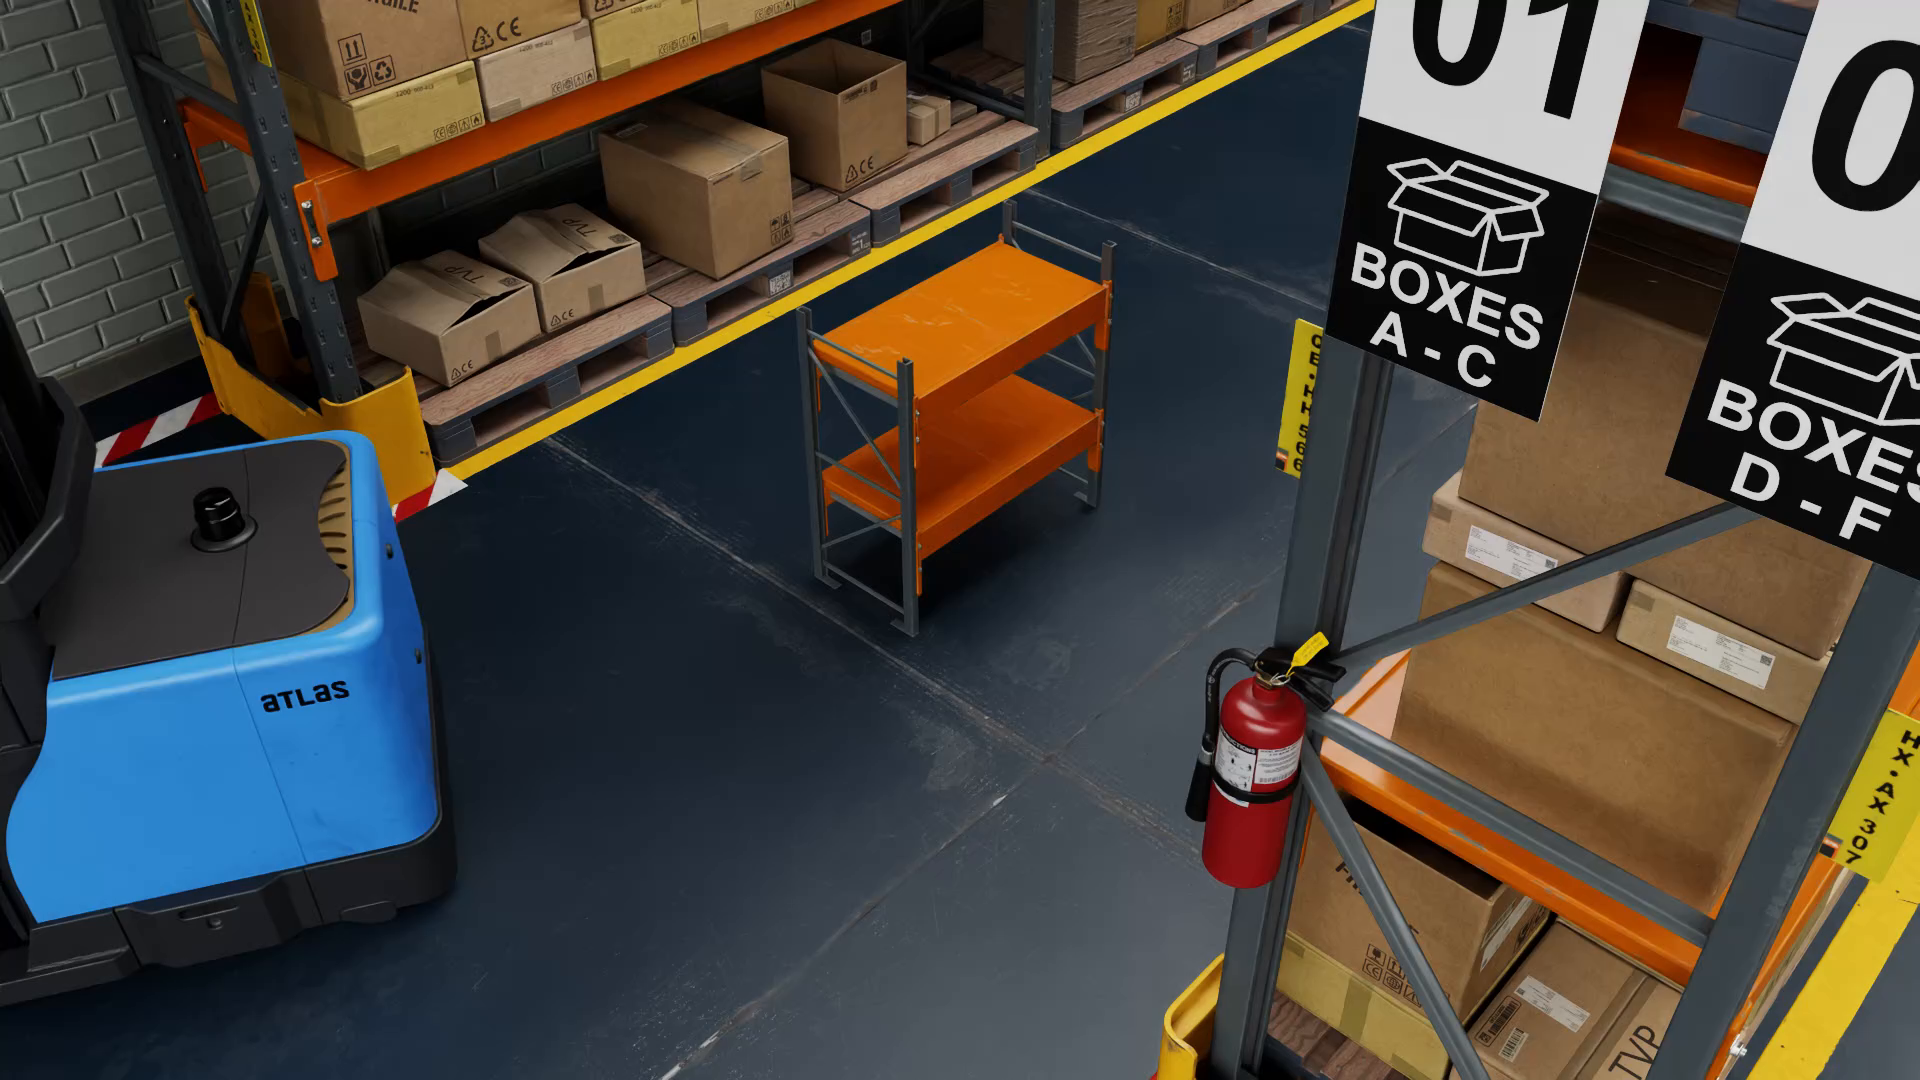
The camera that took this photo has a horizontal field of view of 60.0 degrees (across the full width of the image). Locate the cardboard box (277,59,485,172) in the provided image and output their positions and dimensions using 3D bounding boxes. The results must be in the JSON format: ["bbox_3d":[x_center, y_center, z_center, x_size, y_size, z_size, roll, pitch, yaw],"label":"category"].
[{"bbox_3d":[-2.069,-1.584,5.936,0.500,0.250,0.500,28,46,31],"label":"cardboard box"}]

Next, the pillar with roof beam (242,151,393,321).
[{"bbox_3d":[0.379,-2.769,2.502,9.100,9.000,0.400,30,47,32],"label":"pillar with roof beam"}]

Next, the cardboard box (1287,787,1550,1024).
[{"bbox_3d":[1.169,0.782,4.126,0.500,0.500,0.500,30,47,32],"label":"cardboard box"}]

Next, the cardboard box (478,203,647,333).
[{"bbox_3d":[-1.715,-1.205,7.163,0.500,0.311,0.500,-30,47,-32],"label":"cardboard box"}]

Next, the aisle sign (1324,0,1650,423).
[{"bbox_3d":[0.765,-0.576,2.476,0.394,0.787,0.004,30,47,32],"label":"aisle sign"}]

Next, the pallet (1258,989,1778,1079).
[{"bbox_3d":[1.511,1.257,4.499,1.003,0.211,1.213,30,47,32],"label":"pallet"}]

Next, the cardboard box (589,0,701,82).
[{"bbox_3d":[-1.381,-2.060,6.535,0.500,0.250,0.500,29,47,31],"label":"cardboard box"}]

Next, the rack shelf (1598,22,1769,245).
[{"bbox_3d":[2.376,-1.277,3.613,1.077,0.370,4.000,30,47,32],"label":"rack shelf"}]

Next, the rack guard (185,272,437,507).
[{"bbox_3d":[-2.581,-0.600,6.603,1.175,0.500,0.348,30,47,32],"label":"rack guard"}]

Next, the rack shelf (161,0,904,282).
[{"bbox_3d":[-1.283,-2.181,7.161,1.077,0.370,4.000,30,47,32],"label":"rack shelf"}]

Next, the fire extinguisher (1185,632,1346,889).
[{"bbox_3d":[0.604,0.424,3.369,0.296,0.674,0.183,30,47,32],"label":"fire extinguisher"}]

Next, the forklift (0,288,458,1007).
[{"bbox_3d":[-3.056,-0.098,4.018,3.031,2.935,1.130,-11,40,-13],"label":"forklift"}]

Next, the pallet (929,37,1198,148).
[{"bbox_3d":[0.590,-2.648,9.411,1.003,0.211,1.213,30,47,32],"label":"pallet"}]

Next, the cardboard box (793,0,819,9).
[{"bbox_3d":[-0.700,-2.523,7.117,0.500,0.250,0.500,29,47,32],"label":"cardboard box"}]

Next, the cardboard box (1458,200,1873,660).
[{"bbox_3d":[1.387,-0.246,3.026,0.700,0.500,0.500,30,47,32],"label":"cardboard box"}]

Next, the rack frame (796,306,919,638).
[{"bbox_3d":[-0.338,-0.210,5.610,0.500,1.125,0.032,30,47,32],"label":"rack frame"}]

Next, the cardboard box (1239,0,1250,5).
[{"bbox_3d":[1.570,-3.632,10.063,0.700,0.500,0.500,29,47,32],"label":"cardboard box"}]

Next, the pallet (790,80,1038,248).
[{"bbox_3d":[-0.361,-1.966,8.553,1.003,0.211,1.213,30,47,32],"label":"pallet"}]

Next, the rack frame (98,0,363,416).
[{"bbox_3d":[-2.633,-1.544,5.781,1.000,3.000,0.127,30,47,32],"label":"rack frame"}]

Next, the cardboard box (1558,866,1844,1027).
[{"bbox_3d":[1.888,0.770,4.141,0.500,0.500,0.500,30,47,32],"label":"cardboard box"}]

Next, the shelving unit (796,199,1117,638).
[{"bbox_3d":[0.005,-0.443,5.904,0.538,1.125,1.048,30,47,32],"label":"shelving unit"}]

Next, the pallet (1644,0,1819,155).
[{"bbox_3d":[1.523,-0.919,2.656,1.003,0.211,1.213,30,47,32],"label":"pallet"}]

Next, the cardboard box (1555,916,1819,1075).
[{"bbox_3d":[1.887,1.062,4.376,0.500,0.250,0.500,30,47,32],"label":"cardboard box"}]

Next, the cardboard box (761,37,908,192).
[{"bbox_3d":[-0.605,-2.081,8.112,0.500,0.500,0.500,26,45,29],"label":"cardboard box"}]

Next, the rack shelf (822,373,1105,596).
[{"bbox_3d":[0.005,-0.252,6.056,0.538,0.278,1.000,30,47,32],"label":"rack shelf"}]

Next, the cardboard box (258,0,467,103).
[{"bbox_3d":[-2.089,-1.879,5.705,0.500,0.500,0.500,30,47,32],"label":"cardboard box"}]

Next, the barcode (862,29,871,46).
[{"bbox_3d":[-0.476,-2.553,8.448,0.001,0.075,0.075,30,47,32],"label":"barcode"}]

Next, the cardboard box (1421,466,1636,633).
[{"bbox_3d":[1.144,-0.014,3.256,0.380,0.149,0.250,29,47,31],"label":"cardboard box"}]

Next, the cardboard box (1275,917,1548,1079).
[{"bbox_3d":[1.170,1.076,4.358,0.500,0.250,0.500,30,47,32],"label":"cardboard box"}]

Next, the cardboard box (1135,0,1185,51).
[{"bbox_3d":[0.862,-3.179,9.492,0.700,0.500,0.500,29,47,31],"label":"cardboard box"}]

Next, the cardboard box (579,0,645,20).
[{"bbox_3d":[-1.395,-2.337,6.281,0.500,0.500,0.500,28,46,31],"label":"cardboard box"}]

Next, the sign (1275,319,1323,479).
[{"bbox_3d":[0.635,-0.245,3.028,0.100,0.325,0.005,30,47,32],"label":"sign"}]
